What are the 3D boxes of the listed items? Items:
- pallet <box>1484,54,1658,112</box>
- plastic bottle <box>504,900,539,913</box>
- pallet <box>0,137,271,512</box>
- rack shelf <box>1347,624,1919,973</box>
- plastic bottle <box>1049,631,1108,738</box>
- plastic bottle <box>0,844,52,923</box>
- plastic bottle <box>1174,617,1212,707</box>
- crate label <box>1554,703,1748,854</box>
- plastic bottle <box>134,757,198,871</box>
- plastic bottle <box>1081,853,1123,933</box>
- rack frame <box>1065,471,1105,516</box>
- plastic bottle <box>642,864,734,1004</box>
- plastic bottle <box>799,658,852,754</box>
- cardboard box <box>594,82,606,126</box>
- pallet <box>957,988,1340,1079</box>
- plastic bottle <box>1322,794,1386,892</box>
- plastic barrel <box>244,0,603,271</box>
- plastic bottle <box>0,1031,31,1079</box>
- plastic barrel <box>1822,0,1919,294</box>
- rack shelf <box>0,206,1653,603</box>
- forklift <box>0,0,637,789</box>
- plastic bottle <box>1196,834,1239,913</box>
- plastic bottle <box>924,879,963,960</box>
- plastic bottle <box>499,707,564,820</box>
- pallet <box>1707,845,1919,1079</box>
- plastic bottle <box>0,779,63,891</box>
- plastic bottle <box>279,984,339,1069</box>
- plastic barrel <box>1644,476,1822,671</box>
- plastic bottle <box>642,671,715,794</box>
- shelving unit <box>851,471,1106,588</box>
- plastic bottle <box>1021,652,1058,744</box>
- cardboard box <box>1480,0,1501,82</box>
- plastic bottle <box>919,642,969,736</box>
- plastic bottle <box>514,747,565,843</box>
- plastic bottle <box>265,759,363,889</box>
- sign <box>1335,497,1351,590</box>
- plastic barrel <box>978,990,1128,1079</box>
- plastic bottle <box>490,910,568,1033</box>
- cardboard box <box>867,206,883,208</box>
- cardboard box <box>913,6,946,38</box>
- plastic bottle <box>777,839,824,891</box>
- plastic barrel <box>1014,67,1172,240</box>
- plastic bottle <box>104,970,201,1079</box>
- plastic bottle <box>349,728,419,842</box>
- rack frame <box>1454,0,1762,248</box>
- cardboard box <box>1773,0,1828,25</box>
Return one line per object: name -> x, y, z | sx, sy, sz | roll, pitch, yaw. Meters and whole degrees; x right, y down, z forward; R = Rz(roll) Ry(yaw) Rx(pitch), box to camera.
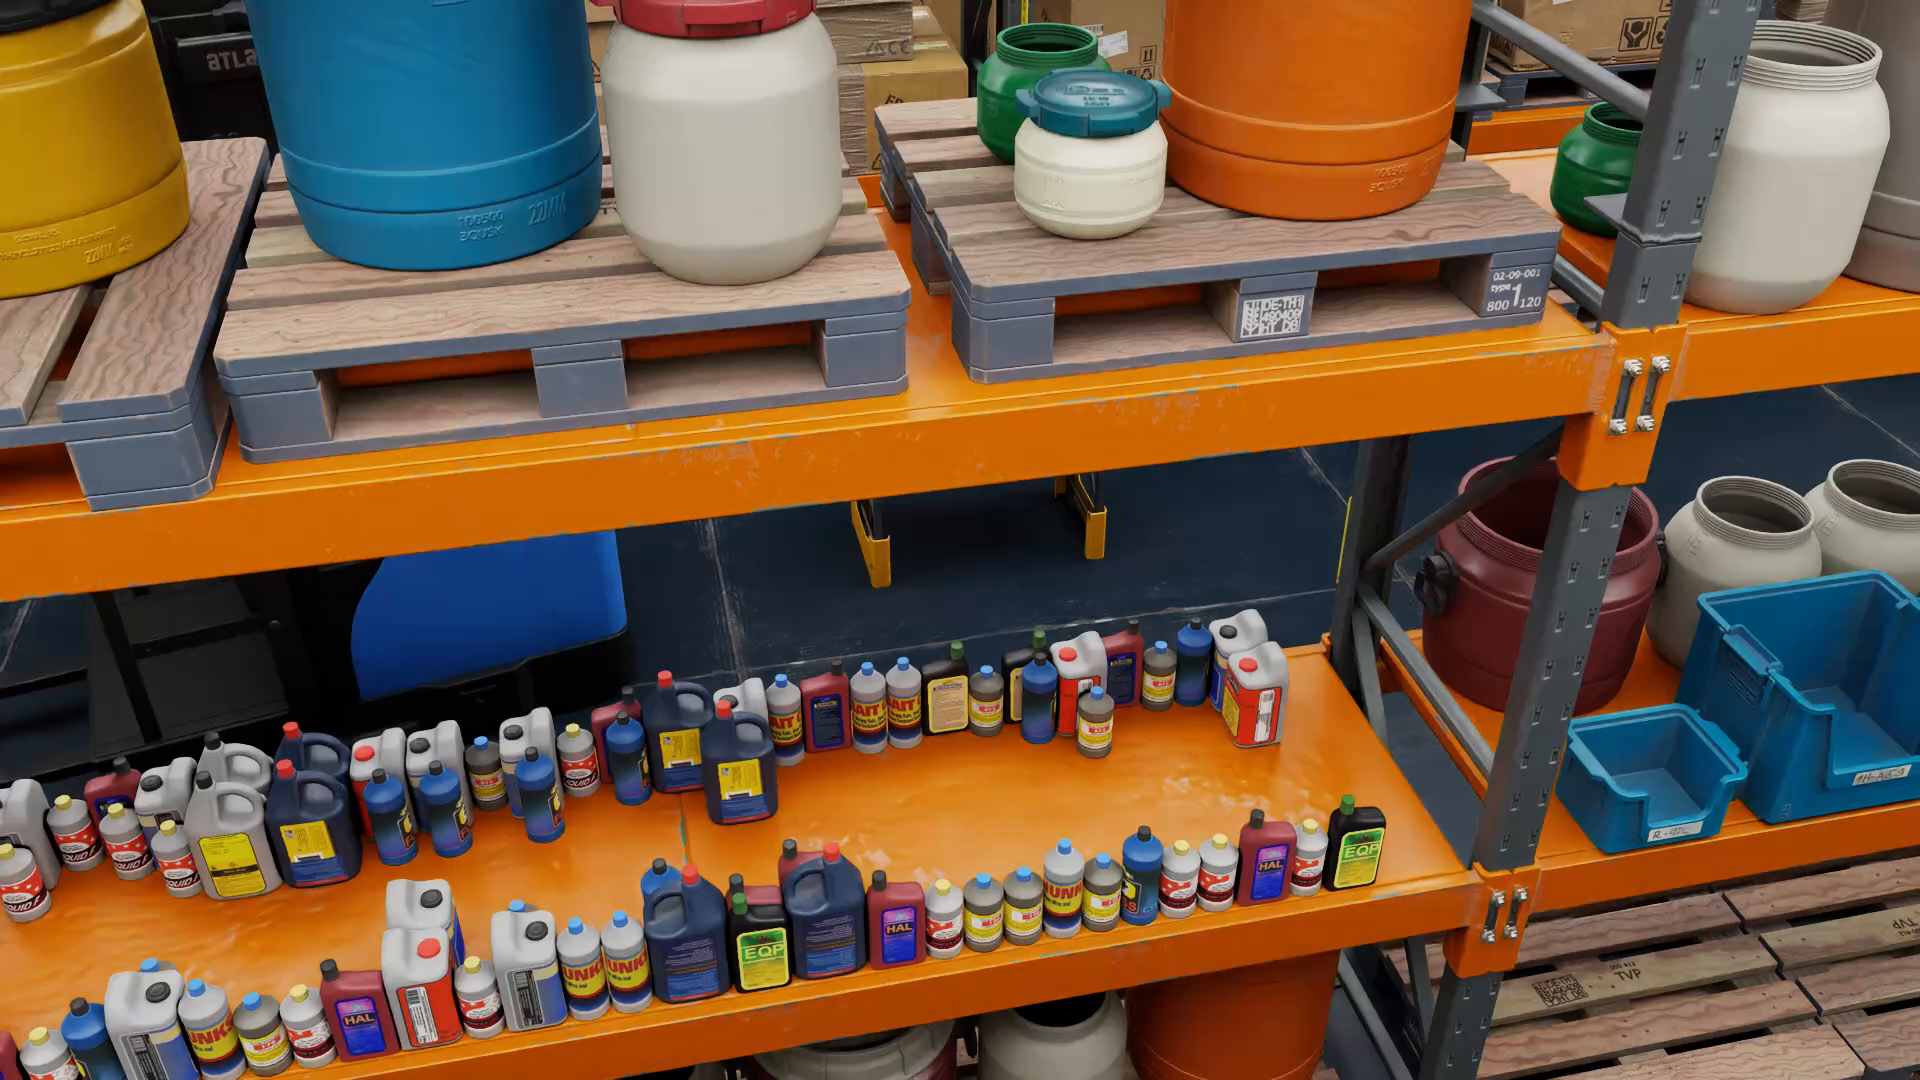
pallet -> 3.298, -2.686, 9.233 | 1.213, 0.211, 1.003 | -7, 35, -11
plastic bottle -> -1.016, 0.920, 3.866 | 0.097, 0.201, 0.097 | 0, 34, 0
pallet -> -1.892, -0.422, 3.164 | 1.003, 0.211, 1.213 | -7, 35, -11
rack shelf -> 3.217, 0.456, 5.024 | 4.000, 0.370, 1.077 | -7, 35, -11
plastic bottle -> 0.322, 0.389, 4.590 | 0.135, 0.276, 0.152 | -7, 35, -11
plastic bottle -> -2.276, 0.819, 4.016 | 0.097, 0.201, 0.097 | 0, 34, 0
plastic bottle -> 0.654, 0.334, 4.677 | 0.097, 0.271, 0.097 | 0, 34, 0
crate label -> 1.760, 0.625, 4.277 | 0.416, 0.233, 0.303 | -7, 35, -11
plastic bottle -> -1.965, 0.677, 4.160 | 0.135, 0.276, 0.152 | -7, 35, -11
plastic bottle -> 0.340, 0.836, 3.991 | 0.097, 0.201, 0.097 | 0, 34, 0
rack frame -> 0.579, -0.696, 7.441 | 0.032, 1.500, 0.500 | -7, 35, -11
plastic bottle -> -0.623, 0.882, 3.788 | 0.185, 0.351, 0.144 | -7, 35, -11
plastic bottle -> -0.364, 0.446, 4.498 | 0.133, 0.283, 0.061 | -7, 35, -11
cardboard box -> -1.742, -1.949, 7.873 | 0.500, 0.500, 0.500 | -7, 34, -10
pallet -> 0.507, 1.681, 5.056 | 1.213, 0.211, 1.003 | -7, 35, -11
plastic bottle -> 0.966, 0.733, 4.070 | 0.133, 0.283, 0.061 | -7, 35, -11
plastic barrel -> -1.004, -1.026, 3.068 | 0.708, 0.901, 0.600 | -7, 35, -11
plastic bottle -> -2.053, 1.114, 3.503 | 0.133, 0.283, 0.061 | -7, 35, -11
plastic barrel -> 2.116, -1.033, 3.456 | 0.600, 0.901, 0.600 | 0, 34, 0
rack shelf -> -0.684, -0.298, 3.455 | 4.000, 0.370, 1.077 | -7, 35, -11
forklift -> -2.888, -0.508, 5.877 | 3.031, 2.935, 1.130 | -14, 36, -20
plastic bottle -> 0.625, 0.800, 4.044 | 0.097, 0.201, 0.097 | 0, 34, 0
plastic bottle -> -0.040, 0.884, 3.920 | 0.097, 0.201, 0.097 | 0, 34, 0
plastic bottle -> -1.116, 0.570, 4.320 | 0.135, 0.276, 0.152 | -7, 35, -11
pallet -> 3.218, 1.339, 5.565 | 1.213, 0.211, 1.003 | -7, 35, -11
plastic bottle -> -2.322, 0.722, 4.093 | 0.135, 0.276, 0.152 | -7, 35, -11
plastic bottle -> -1.433, 1.059, 3.658 | 0.097, 0.201, 0.097 | 0, 34, 0
plastic barrel -> 2.223, 0.114, 4.788 | 0.421, 0.512, 0.421 | 0, 34, 0
plastic bottle -> -0.736, 0.489, 4.373 | 0.185, 0.351, 0.144 | -7, 35, -11
shelving unit -> 0.074, -0.632, 7.346 | 1.083, 1.500, 0.587 | -7, 35, -11
plastic bottle -> 0.216, 0.423, 4.543 | 0.097, 0.271, 0.097 | 0, 34, 0
cardboard box -> 2.405, -2.734, 8.663 | 0.637, 0.503, 0.797 | -4, 34, -6
plastic bottle -> -0.044, 0.406, 4.558 | 0.133, 0.283, 0.061 | -7, 35, -11
plastic bottle -> -1.070, 0.638, 4.223 | 0.097, 0.271, 0.097 | 0, 34, 0
plastic bottle -> -1.598, 0.680, 4.089 | 0.185, 0.351, 0.144 | -7, 35, -11
sign -> 1.138, 0.037, 4.856 | 0.005, 0.325, 0.100 | -7, 35, -11
plastic barrel -> 0.262, 1.449, 4.754 | 0.421, 0.512, 0.421 | 0, 34, 0
plastic bottle -> -0.970, 0.954, 3.747 | 0.135, 0.276, 0.152 | -7, 35, -11
cardboard box -> -0.504, -1.507, 8.834 | 0.875, 0.875, 1.225 | -9, 35, -13
cardboard box -> -0.360, -2.418, 8.572 | 0.500, 0.500, 0.500 | -6, 34, -9
plastic bottle -> -0.361, 0.818, 3.944 | 0.133, 0.283, 0.061 | -7, 35, -11
plastic barrel -> 0.253, -0.748, 3.228 | 0.301, 0.262, 0.301 | 0, 34, 0
plastic bottle -> -1.742, 1.052, 3.602 | 0.135, 0.276, 0.152 | -7, 35, -11
plastic bottle -> -1.473, 0.615, 4.252 | 0.135, 0.276, 0.152 | -7, 35, -11
rack frame -> 1.267, -2.088, 2.786 | 0.127, 3.000, 1.000 | -7, 35, -11
cardboard box -> 4.528, -2.967, 9.123 | 0.500, 0.500, 0.875 | -7, 35, -11
